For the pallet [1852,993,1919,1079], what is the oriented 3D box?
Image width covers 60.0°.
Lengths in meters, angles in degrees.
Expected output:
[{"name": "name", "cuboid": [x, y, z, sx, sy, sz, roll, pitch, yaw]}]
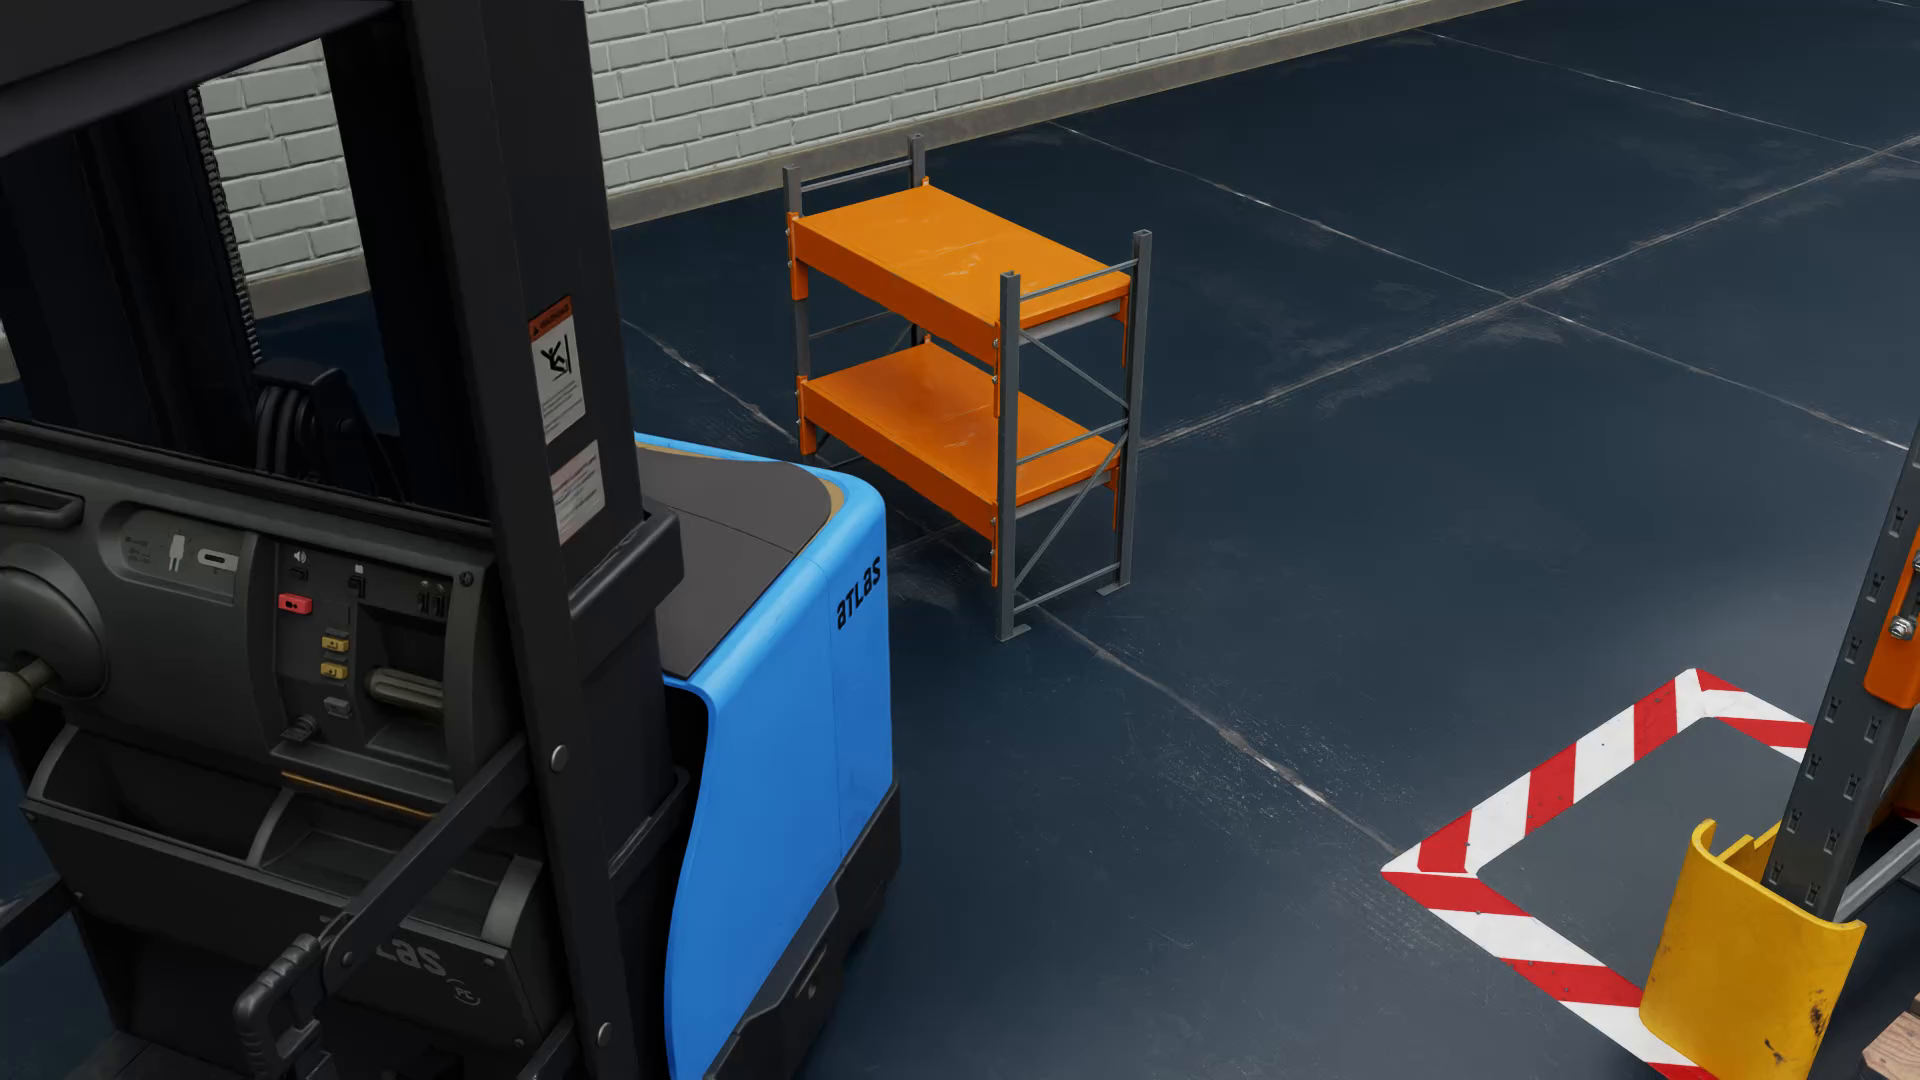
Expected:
[{"name": "pallet", "cuboid": [2.507, 1.182, 3.146, 1.003, 0.211, 1.213, -22, 38, -31]}]

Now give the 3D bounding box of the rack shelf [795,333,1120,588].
[{"name": "rack shelf", "cuboid": [-0.004, -0.273, 5.087, 0.538, 0.278, 1.000, -22, 38, -31]}]

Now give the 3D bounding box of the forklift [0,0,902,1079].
[{"name": "forklift", "cuboid": [-1.143, 0.174, 2.192, 1.130, 2.935, 3.031, 12, 34, 18]}]

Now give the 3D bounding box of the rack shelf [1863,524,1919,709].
[{"name": "rack shelf", "cuboid": [3.259, 0.781, 1.832, 1.077, 0.370, 4.000, -22, 38, -31]}]

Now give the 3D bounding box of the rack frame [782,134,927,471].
[{"name": "rack frame", "cuboid": [-0.316, -0.693, 5.299, 0.500, 1.125, 0.032, -22, 38, -31]}]

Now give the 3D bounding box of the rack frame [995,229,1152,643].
[{"name": "rack frame", "cuboid": [0.308, -0.269, 4.617, 0.500, 1.125, 0.032, -22, 38, -31]}]

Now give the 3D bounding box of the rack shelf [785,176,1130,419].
[{"name": "rack shelf", "cuboid": [-0.004, -0.729, 4.803, 0.538, 0.278, 1.000, -22, 38, -31]}]

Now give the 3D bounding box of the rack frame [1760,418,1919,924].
[{"name": "rack frame", "cuboid": [2.032, -0.359, 2.984, 1.000, 3.000, 0.127, -22, 38, -31]}]

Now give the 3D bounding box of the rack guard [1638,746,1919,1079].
[{"name": "rack guard", "cuboid": [2.007, 0.698, 3.653, 1.175, 0.500, 0.348, -22, 38, -31]}]

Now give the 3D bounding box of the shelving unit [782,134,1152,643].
[{"name": "shelving unit", "cuboid": [-0.004, -0.481, 4.958, 0.538, 1.125, 1.048, -22, 38, -31]}]
